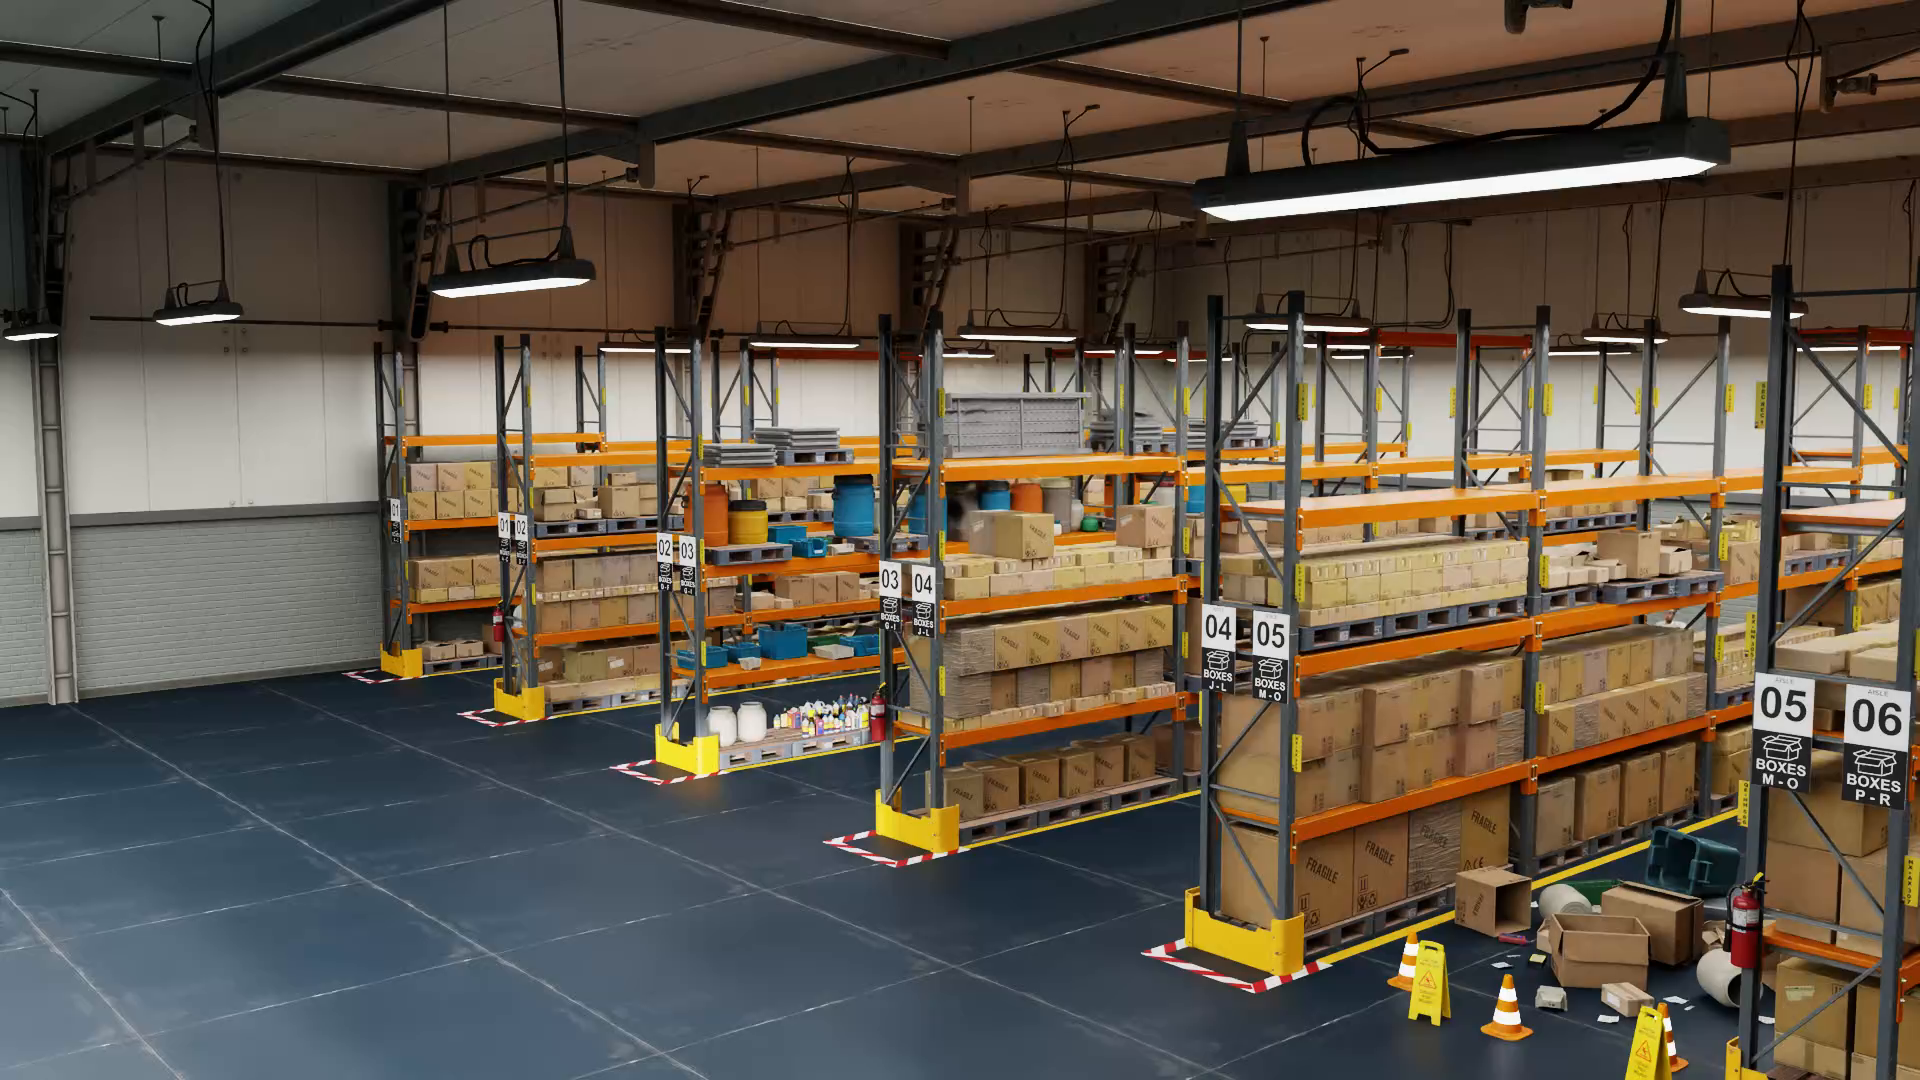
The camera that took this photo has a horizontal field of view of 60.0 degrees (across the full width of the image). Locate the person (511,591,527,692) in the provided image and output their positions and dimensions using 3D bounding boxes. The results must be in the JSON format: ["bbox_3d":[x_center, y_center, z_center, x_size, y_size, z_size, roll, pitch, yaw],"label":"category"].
[{"bbox_3d":[-7.418,1.681,28.367,0.703,1.740,0.955,4,6,35],"label":"person"}]

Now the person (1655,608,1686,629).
[{"bbox_3d":[11.451,1.890,26.856,0.765,1.720,0.559,-5,7,-44],"label":"person"}]
